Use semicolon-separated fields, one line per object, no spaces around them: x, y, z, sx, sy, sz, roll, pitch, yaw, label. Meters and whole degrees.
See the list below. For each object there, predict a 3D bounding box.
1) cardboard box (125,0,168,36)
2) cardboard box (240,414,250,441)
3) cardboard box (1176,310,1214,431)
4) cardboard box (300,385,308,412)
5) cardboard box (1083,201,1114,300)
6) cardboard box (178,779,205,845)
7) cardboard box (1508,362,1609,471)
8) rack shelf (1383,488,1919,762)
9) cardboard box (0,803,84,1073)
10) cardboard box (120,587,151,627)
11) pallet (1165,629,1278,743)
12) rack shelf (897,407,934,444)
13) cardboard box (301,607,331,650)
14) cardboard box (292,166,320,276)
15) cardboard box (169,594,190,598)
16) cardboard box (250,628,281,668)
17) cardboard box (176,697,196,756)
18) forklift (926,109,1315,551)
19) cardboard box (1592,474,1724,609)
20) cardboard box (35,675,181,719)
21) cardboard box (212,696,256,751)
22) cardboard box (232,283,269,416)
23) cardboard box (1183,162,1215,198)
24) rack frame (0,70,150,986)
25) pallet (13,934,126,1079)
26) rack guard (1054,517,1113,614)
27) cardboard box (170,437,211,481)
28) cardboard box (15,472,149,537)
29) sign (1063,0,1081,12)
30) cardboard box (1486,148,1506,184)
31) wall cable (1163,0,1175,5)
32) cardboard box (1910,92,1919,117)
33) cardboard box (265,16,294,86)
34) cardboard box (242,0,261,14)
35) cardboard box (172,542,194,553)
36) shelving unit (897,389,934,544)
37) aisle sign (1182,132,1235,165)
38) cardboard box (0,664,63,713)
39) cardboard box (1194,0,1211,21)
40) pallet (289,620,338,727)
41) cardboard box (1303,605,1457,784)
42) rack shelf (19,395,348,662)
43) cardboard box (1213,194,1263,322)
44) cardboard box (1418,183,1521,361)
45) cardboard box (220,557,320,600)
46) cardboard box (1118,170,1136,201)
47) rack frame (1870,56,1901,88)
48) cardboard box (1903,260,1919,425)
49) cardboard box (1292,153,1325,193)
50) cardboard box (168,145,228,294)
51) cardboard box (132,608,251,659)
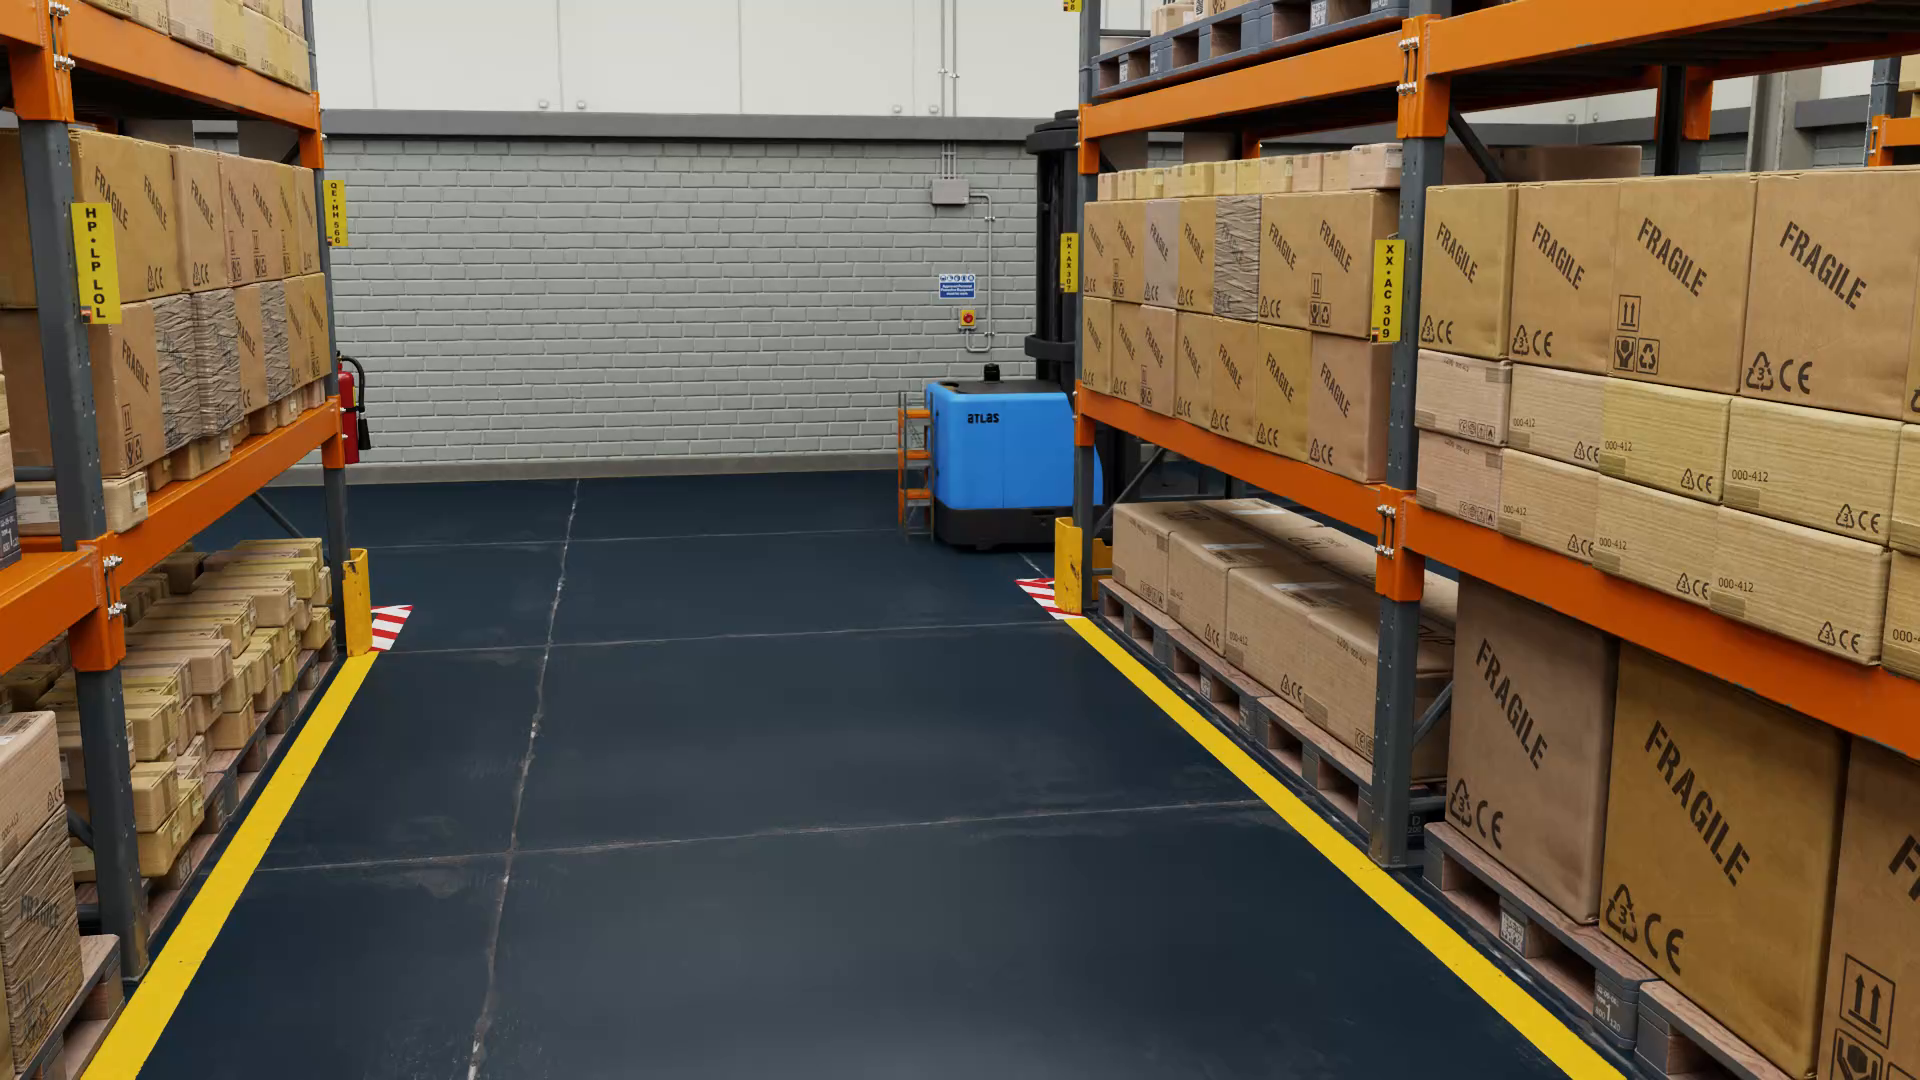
-2.842;-1.752;5.257;0.500;0.250;0.500;-2;11;-12;cardboard box
-3.178;-0.487;6.906;0.380;0.149;0.250;-3;11;-13;cardboard box
1.286;-0.772;7.462;0.500;0.500;0.500;-2;11;-9;cardboard box
-3.330;-0.680;7.917;0.380;0.149;0.250;-2;11;-11;cardboard box
0.967;-1.540;8.824;0.500;0.500;0.500;-2;11;-12;cardboard box
-2.712;0.901;5.442;0.380;0.149;0.250;-2;11;-9;cardboard box
1.869;-0.351;4.581;0.500;0.250;0.500;-2;11;-10;cardboard box
2.320;0.356;3.729;1.077;0.370;4.000;-2;11;-11;rack shelf
-2.513;0.982;4.075;0.500;0.500;0.500;-2;11;-12;cardboard box
-3.645;0.302;7.000;0.380;0.149;0.250;-2;11;-9;cardboard box
1.620;0.639;7.775;1.003;0.211;1.213;-2;11;-11;pallet
-0.308;-0.783;11.540;0.215;0.259;0.240;-2;11;-11;rack shelf
-3.226;0.427;7.932;0.380;0.149;0.250;-2;11;-9;cardboard box
-3.349;-1.511;7.876;0.500;0.500;0.500;-2;11;-12;cardboard box
-3.700;0.348;7.552;0.380;0.149;0.250;-2;11;-10;cardboard box
-3.052;0.472;6.898;0.380;0.149;0.250;-2;11;-8;cardboard box
-2.931;0.668;5.871;0.380;0.149;0.250;-3;11;-14;cardboard box
1.314;-1.483;11.652;3.031;2.935;1.130;-2;11;-11;forklift
1.944;-0.011;4.133;0.500;0.250;0.500;-2;11;-11;cardboard box
-2.861;0.568;5.600;0.380;0.149;0.250;-2;11;-12;cardboard box
-2.952;0.713;6.428;0.380;0.149;0.250;-2;11;-13;cardboard box
-3.053;-0.743;6.513;0.500;0.500;0.500;-2;11;-8;cardboard box
1.211;-1.596;7.383;0.380;0.149;0.250;-2;11;-12;cardboard box
-2.904;-0.166;4.546;1.000;3.000;0.127;-2;11;-11;rack frame
-2.752;1.347;4.057;1.003;0.211;1.213;-2;11;-11;pallet
1.149;0.125;9.700;1.175;0.500;0.348;-2;11;-11;rack guard
-2.897;-0.297;5.905;0.380;0.149;0.250;-2;11;-10;cardboard box
-2.639;-0.106;4.905;0.380;0.149;0.250;-2;11;-9;cardboard box
0.608;-3.021;8.974;0.100;0.325;0.005;-2;11;-11;sign
2.059;-1.337;6.023;0.380;0.149;0.250;-2;11;-10;cardboard box
3.249;-5.218;14.943;2.988;3.039;0.133;-2;11;-11;wall cable
5.855;-2.563;9.787;0.380;0.149;0.250;-2;11;-10;cardboard box
-3.228;-2.132;7.256;0.500;0.250;0.500;-2;11;-11;cardboard box
-3.146;-2.282;6.705;0.500;0.250;0.500;-2;11;-10;cardboard box
-3.914;0.111;8.002;0.380;0.149;0.250;-3;11;-14;cardboard box
-0.308;-0.514;11.591;0.215;1.050;0.252;-2;11;-11;shelving unit
1.444;-2.400;9.329;0.394;0.787;0.004;-2;11;-11;aisle sign
-3.347;0.539;5.753;0.380;0.149;0.250;-2;11;-9;cardboard box
1.396;-2.507;7.671;0.500;0.311;0.500;-2;11;-10;cardboard box
-3.544;0.635;7.798;1.003;0.211;1.213;-2;11;-11;pallet
1.915;0.569;6.415;0.875;0.438;0.875;-2;11;-12;cardboard box
-3.293;-0.179;6.540;1.077;0.370;4.000;-2;11;-11;rack shelf
1.370;-1.168;6.867;0.500;0.500;0.500;-2;11;-10;cardboard box
1.735;-0.814;5.007;0.500;0.500;0.500;-2;11;-10;cardboard box
-3.163;0.181;7.632;0.380;0.149;0.250;-2;11;-12;cardboard box
1.010;-1.785;8.374;0.380;0.149;0.250;-2;11;-9;cardboard box
6.022;-4.226;9.834;1.000;3.000;0.127;-2;11;-11;rack frame
2.154;-0.442;3.053;0.500;0.500;0.500;-2;11;-11;cardboard box
1.509;-1.413;6.419;0.380;0.149;0.250;-2;11;-11;cardboard box
-2.937;-1.132;5.885;0.500;0.500;0.500;-2;11;-10;cardboard box
-3.047;0.378;6.600;0.380;0.149;0.250;-2;11;-11;cardboard box
